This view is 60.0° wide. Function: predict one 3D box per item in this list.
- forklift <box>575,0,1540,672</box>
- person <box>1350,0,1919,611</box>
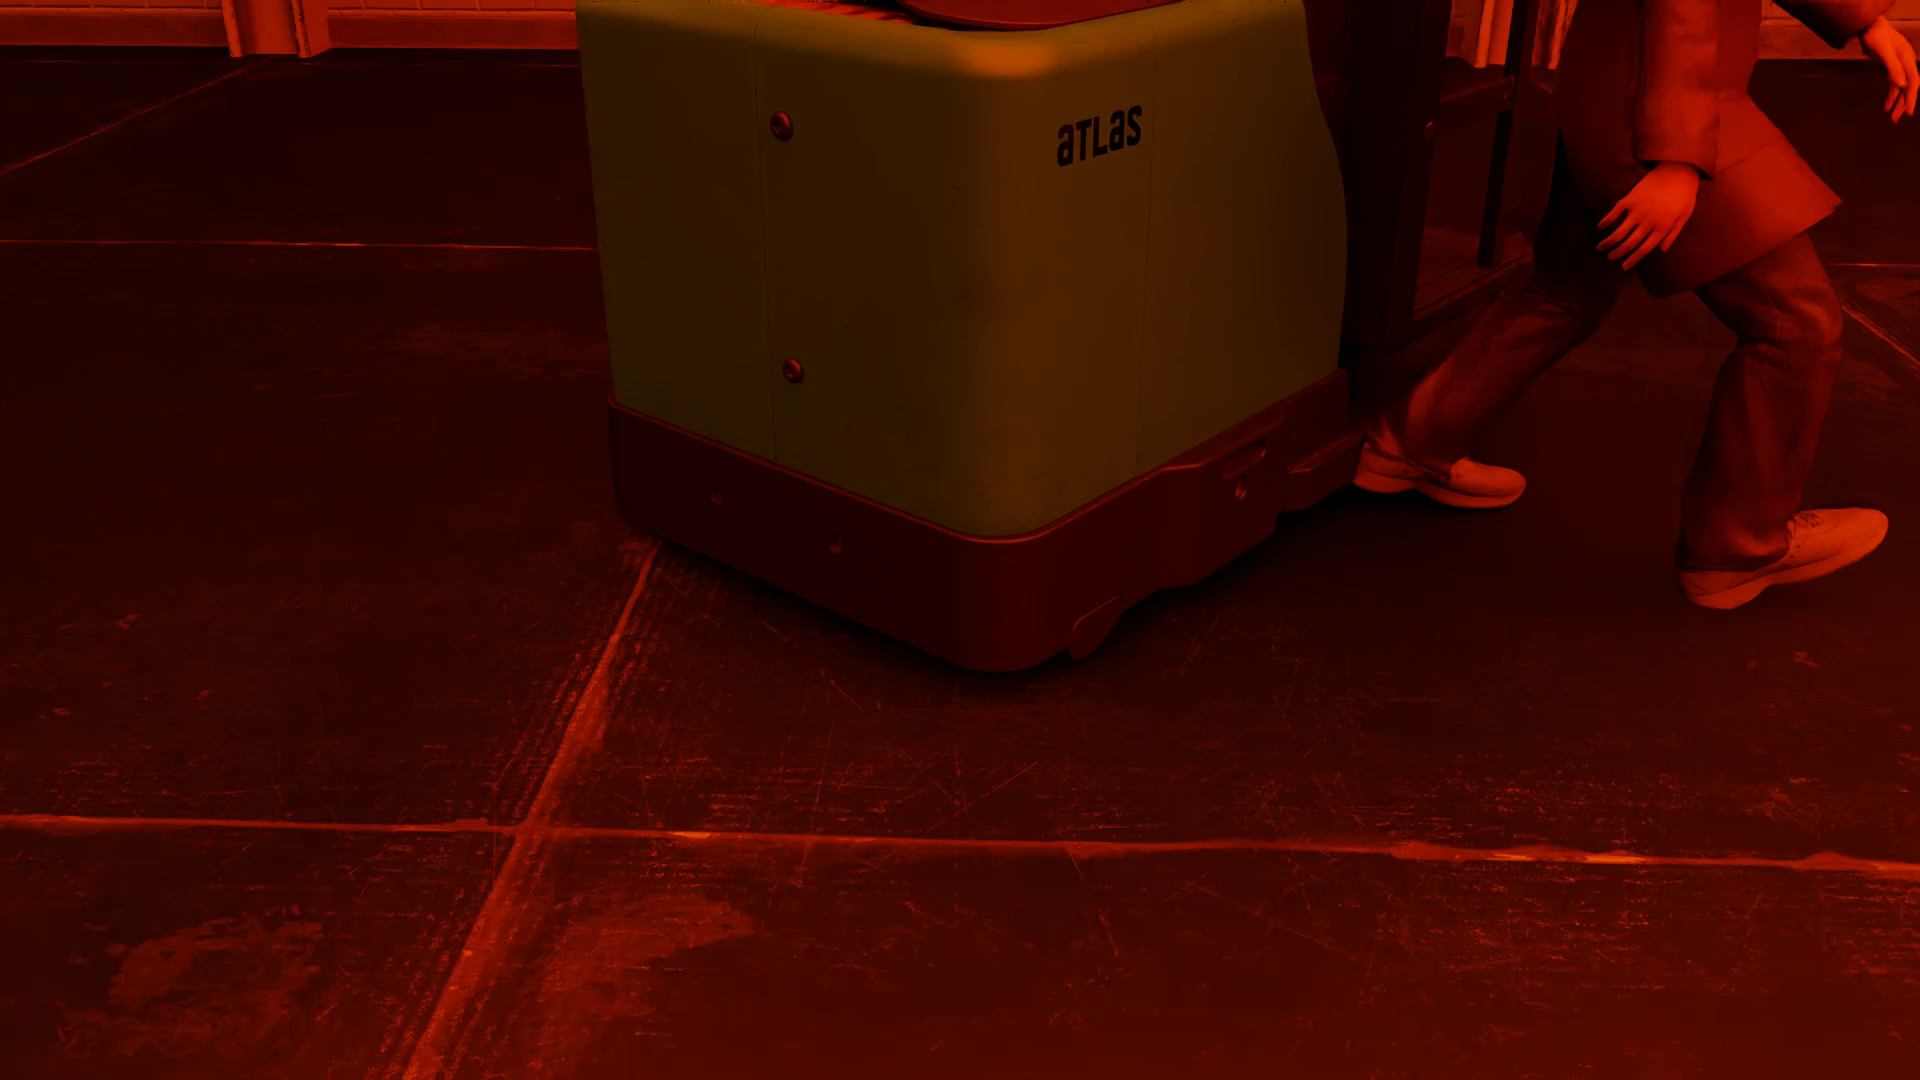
[{"bbox_3d":[0.659,-1.672,3.409,1.130,2.935,3.031,21,33,36],"label":"forklift"},{"bbox_3d":[1.234,-0.707,2.896,0.913,1.710,0.741,2,26,4],"label":"person"}]
